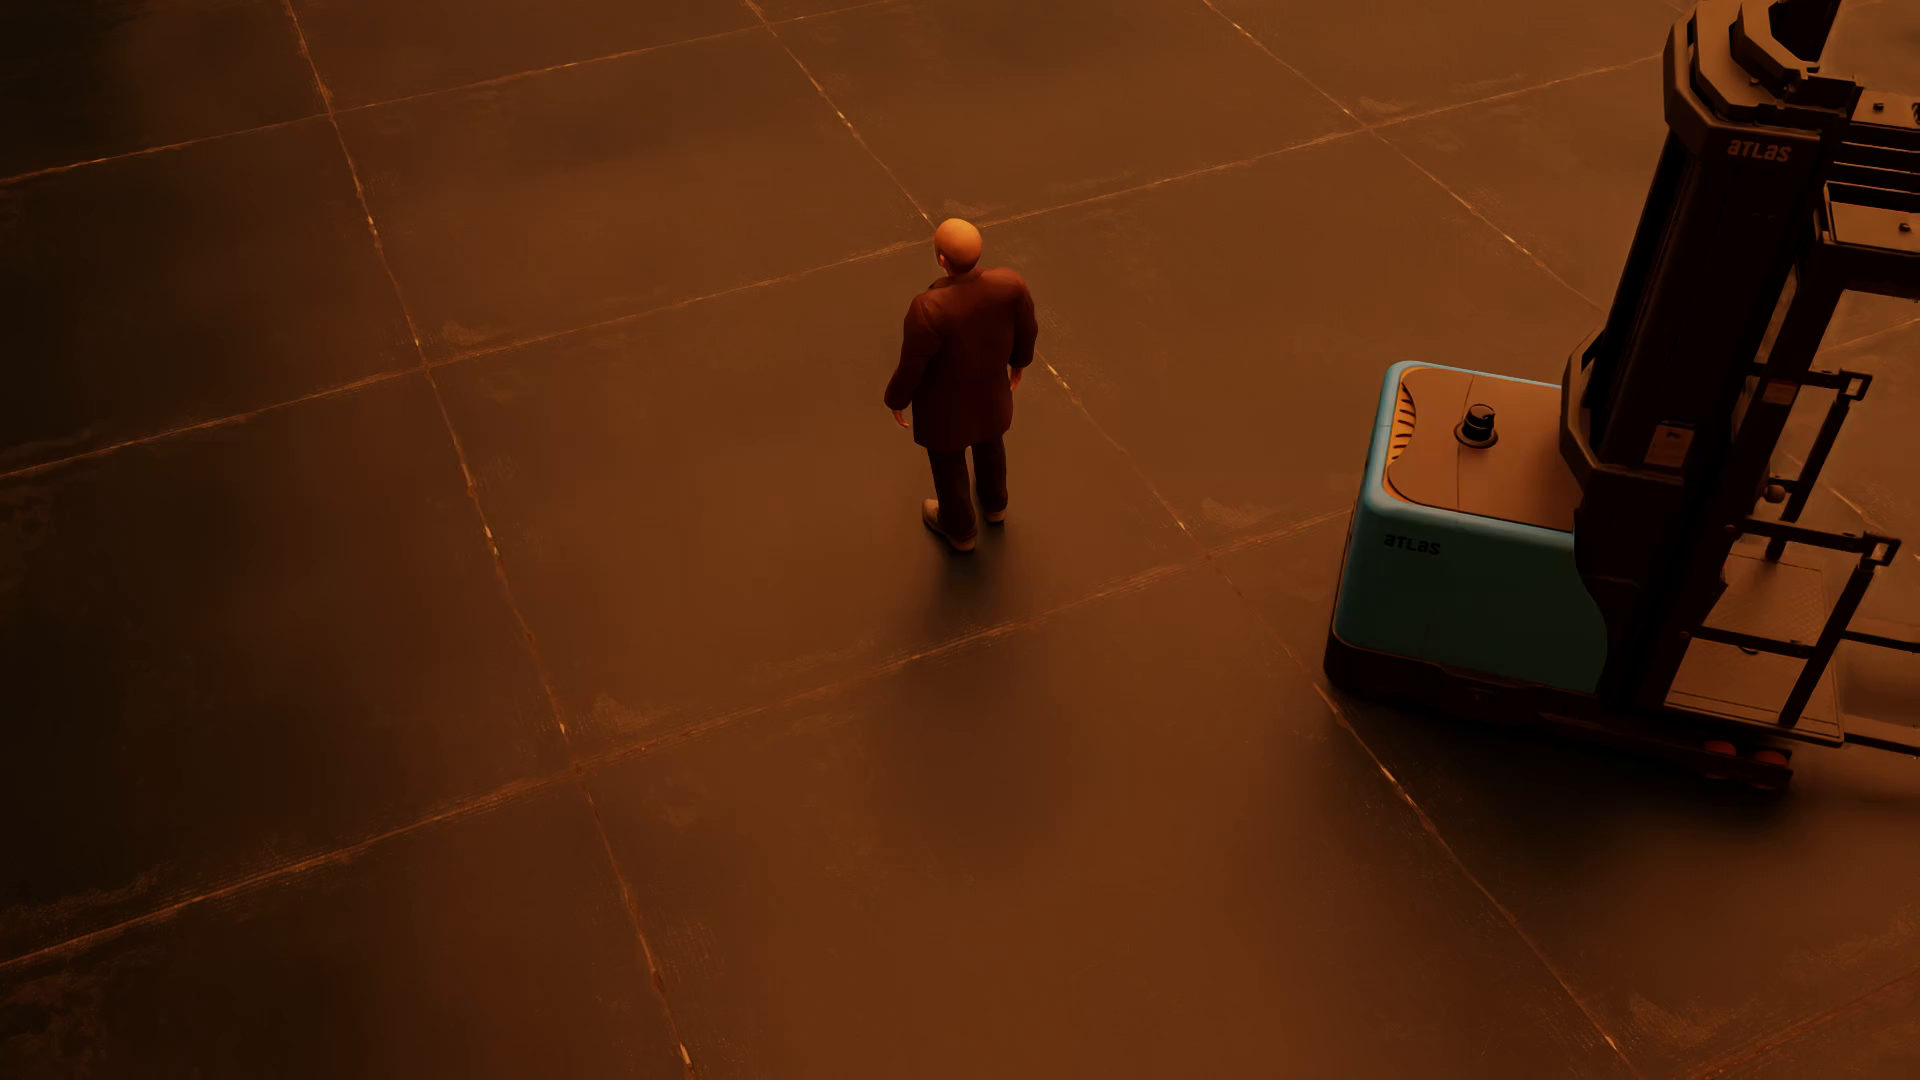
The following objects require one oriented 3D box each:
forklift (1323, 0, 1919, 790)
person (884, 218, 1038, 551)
[{"bbox_3d":[3.135,-0.467,6.181,3.031,2.935,1.130,11,44,12],"label":"forklift"},{"bbox_3d":[-0.034,-0.642,7.345,0.696,1.582,0.582,-18,46,-18],"label":"person"}]
